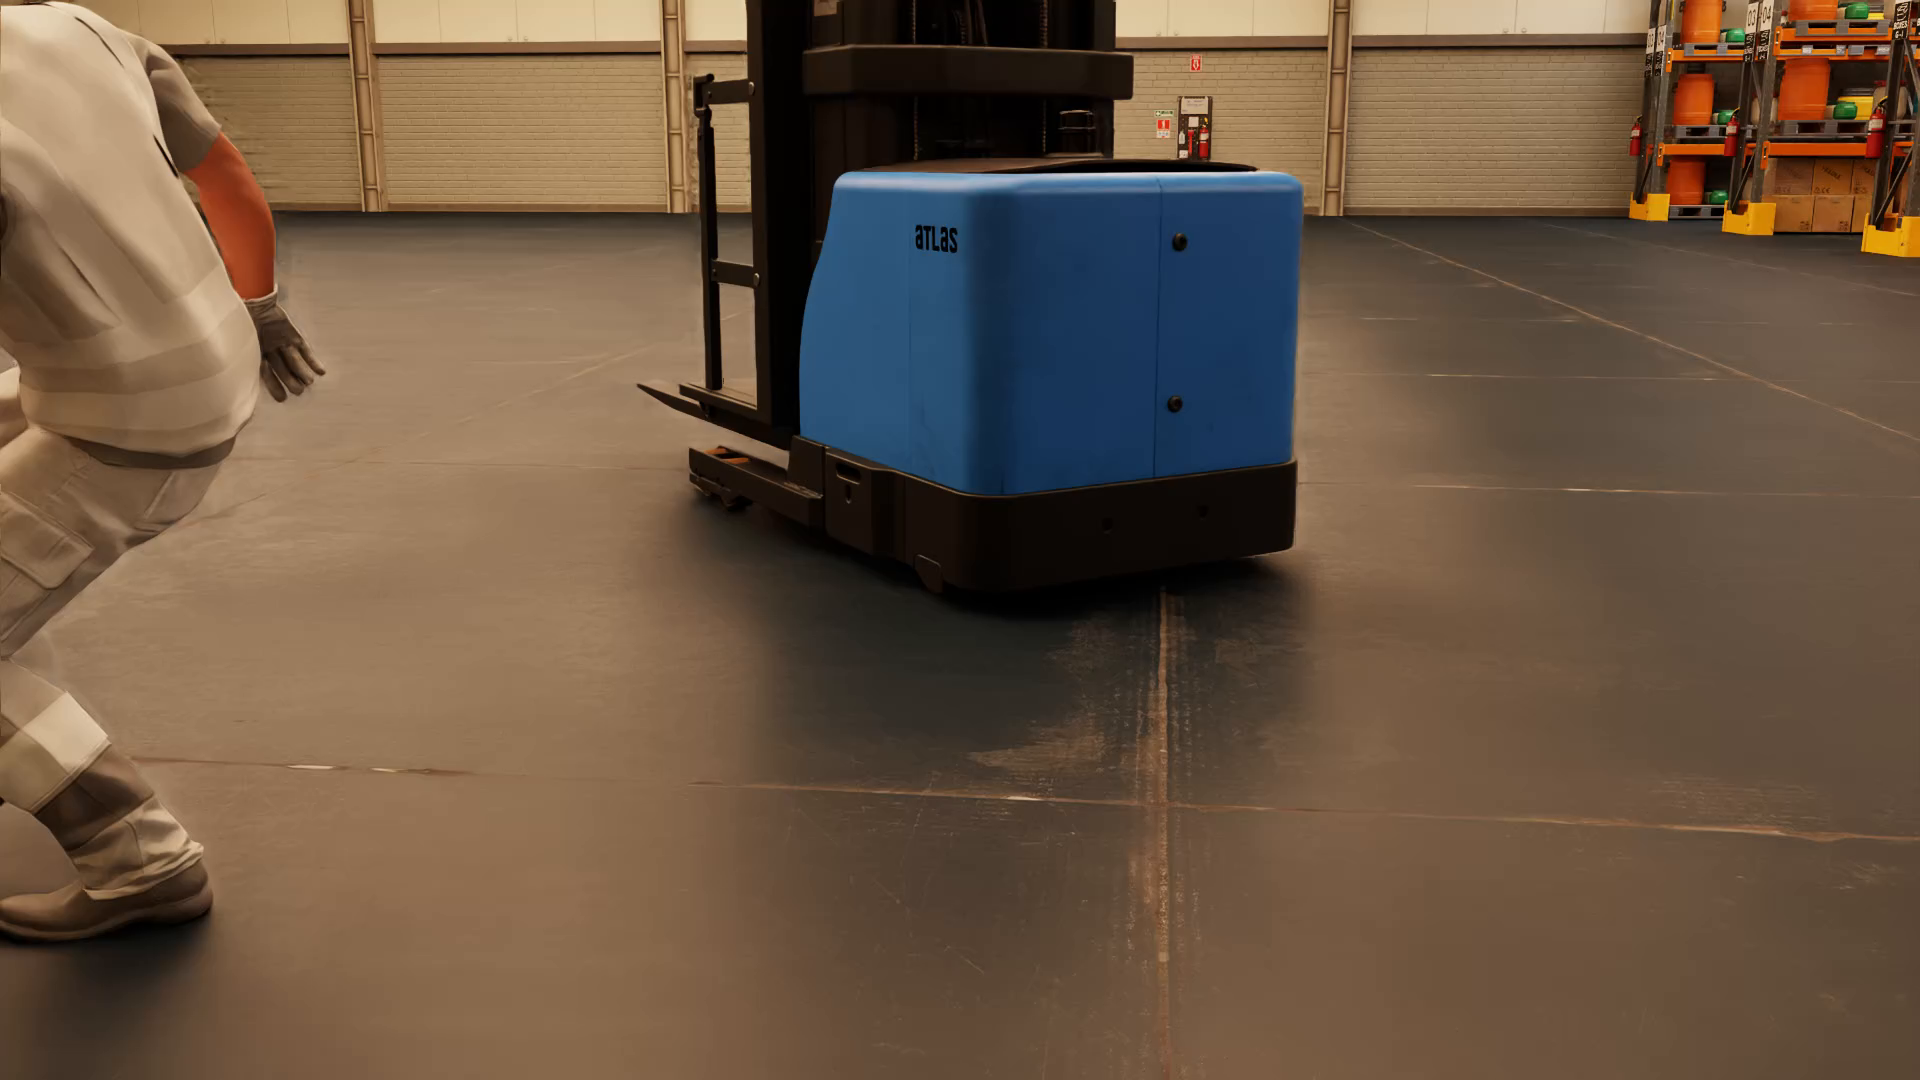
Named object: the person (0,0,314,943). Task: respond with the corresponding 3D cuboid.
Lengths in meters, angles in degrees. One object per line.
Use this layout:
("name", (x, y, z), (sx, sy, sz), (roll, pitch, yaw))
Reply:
("person", (-1.463, -0.218, 2.490), (0.794, 1.572, 0.779), (-2, 13, -8))

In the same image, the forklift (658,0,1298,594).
("forklift", (-0.226, -1.581, 5.269), (1.130, 2.935, 3.031), (-7, 15, -26))
